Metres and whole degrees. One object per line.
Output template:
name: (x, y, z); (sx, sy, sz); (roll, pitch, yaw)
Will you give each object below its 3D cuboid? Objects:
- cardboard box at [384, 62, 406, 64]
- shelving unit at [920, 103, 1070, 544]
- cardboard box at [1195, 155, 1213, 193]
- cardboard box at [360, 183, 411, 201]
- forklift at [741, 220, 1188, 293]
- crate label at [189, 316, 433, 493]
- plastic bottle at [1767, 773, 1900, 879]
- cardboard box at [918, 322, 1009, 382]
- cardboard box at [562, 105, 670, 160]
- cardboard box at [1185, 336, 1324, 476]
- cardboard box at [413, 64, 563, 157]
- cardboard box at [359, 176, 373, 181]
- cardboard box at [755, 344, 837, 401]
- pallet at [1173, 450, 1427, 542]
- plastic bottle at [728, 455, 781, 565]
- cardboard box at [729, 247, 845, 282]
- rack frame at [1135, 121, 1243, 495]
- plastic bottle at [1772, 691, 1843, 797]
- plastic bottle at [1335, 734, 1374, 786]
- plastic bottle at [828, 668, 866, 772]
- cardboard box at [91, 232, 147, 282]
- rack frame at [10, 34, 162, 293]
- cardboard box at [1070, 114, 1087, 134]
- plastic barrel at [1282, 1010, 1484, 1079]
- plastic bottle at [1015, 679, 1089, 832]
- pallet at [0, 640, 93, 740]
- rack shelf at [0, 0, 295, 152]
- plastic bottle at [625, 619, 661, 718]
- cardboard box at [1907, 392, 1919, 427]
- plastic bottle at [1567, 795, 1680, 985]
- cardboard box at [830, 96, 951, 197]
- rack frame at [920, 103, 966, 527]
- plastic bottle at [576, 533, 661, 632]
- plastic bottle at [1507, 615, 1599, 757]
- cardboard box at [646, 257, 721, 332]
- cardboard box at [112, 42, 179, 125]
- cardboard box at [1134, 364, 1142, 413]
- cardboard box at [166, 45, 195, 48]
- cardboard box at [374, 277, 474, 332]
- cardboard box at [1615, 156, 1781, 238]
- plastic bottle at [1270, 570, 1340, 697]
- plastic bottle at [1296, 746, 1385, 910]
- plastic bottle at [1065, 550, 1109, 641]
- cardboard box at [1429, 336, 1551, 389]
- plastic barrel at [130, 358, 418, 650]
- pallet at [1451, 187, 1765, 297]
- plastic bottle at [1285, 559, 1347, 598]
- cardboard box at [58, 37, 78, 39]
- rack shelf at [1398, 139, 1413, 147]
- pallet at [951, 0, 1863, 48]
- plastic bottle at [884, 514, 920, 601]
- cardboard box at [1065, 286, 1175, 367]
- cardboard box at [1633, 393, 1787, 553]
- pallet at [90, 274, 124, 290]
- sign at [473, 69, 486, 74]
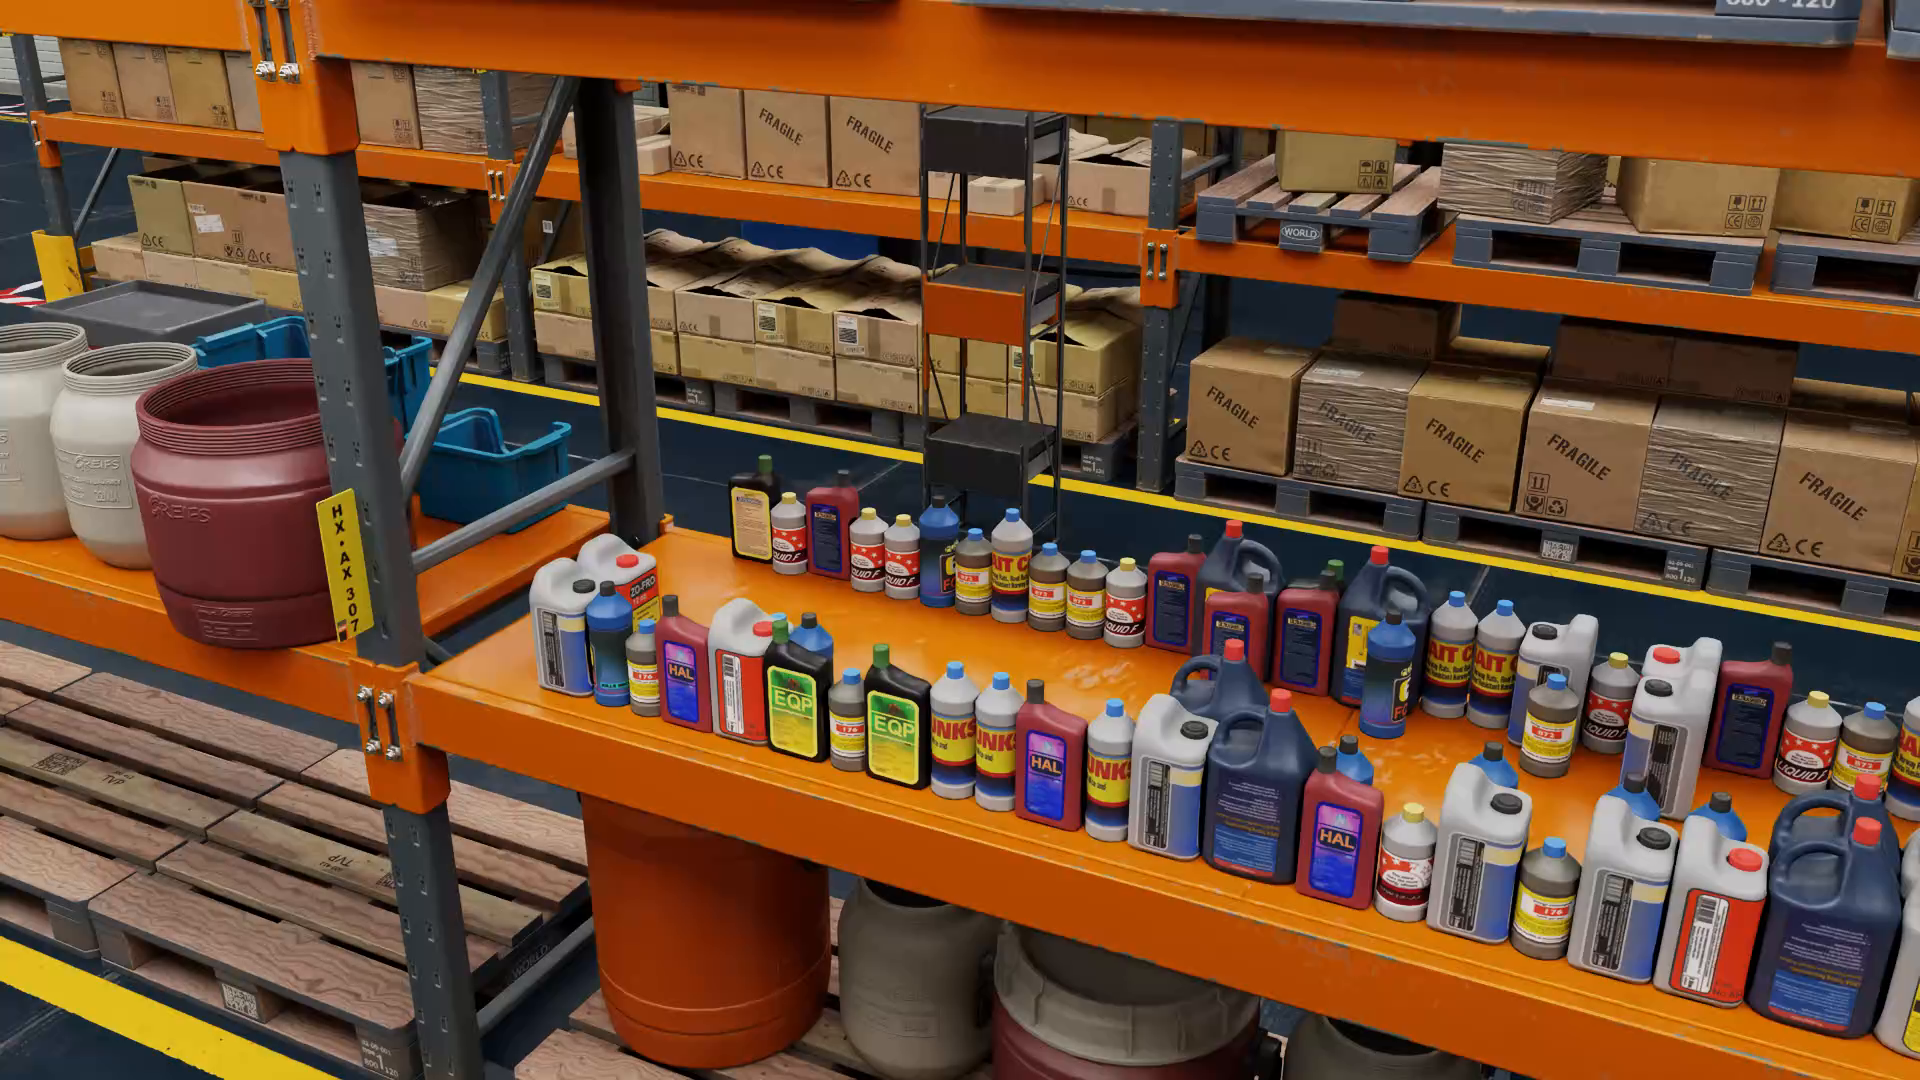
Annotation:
cardboard box: (-3.204, -2.905, 9.791); (0.250, 0.149, 0.380); (10, 25, 23)
shelving unit: (0.148, -0.937, 7.270); (0.503, 2.100, 0.431); (11, 25, 25)
cardboard box: (1.862, -2.892, 13.350); (0.500, 0.500, 0.700); (11, 25, 24)
cardboard box: (-3.811, -1.955, 10.533); (0.500, 0.500, 0.500); (11, 25, 25)
forklift: (0.037, -3.037, 11.147); (3.031, 2.935, 1.130); (7, 24, 17)
crate label: (-1.843, -0.348, 4.690); (0.616, 0.435, 0.502); (11, 25, 25)
plastic bottle: (1.423, 0.536, 2.719); (0.185, 0.351, 0.144); (11, 25, 25)
cardboard box: (0.114, -1.073, 8.700); (0.500, 0.311, 0.500); (11, 25, 24)
cardboard box: (-1.951, -2.357, 9.650); (0.500, 0.250, 0.500); (13, 26, 28)
cardboard box: (1.437, -0.663, 8.108); (0.500, 0.500, 0.500); (12, 26, 27)
cardboard box: (-2.809, -2.619, 9.949); (0.500, 0.500, 0.700); (10, 25, 23)
cardboard box: (-4.022, -2.226, 11.169); (0.500, 0.500, 0.500); (11, 25, 25)
cardboard box: (-0.789, -0.996, 9.236); (0.500, 0.250, 0.500); (12, 26, 26)
pallet: (1.809, -0.363, 8.333); (1.213, 0.211, 1.003); (11, 25, 25)
plastic bottle: (-0.525, -0.086, 4.267); (0.133, 0.283, 0.061); (11, 25, 25)
cardboard box: (-1.008, -1.533, 9.783); (0.500, 0.311, 0.500); (11, 25, 24)
rack frame: (1.160, -1.791, 8.128); (0.127, 3.000, 1.000); (11, 25, 25)
plastic bottle: (1.659, 0.392, 3.249); (0.097, 0.201, 0.097); (0, 23, 0)
plastic bottle: (0.683, 0.473, 2.969); (0.097, 0.271, 0.097); (0, 23, 0)
plastic bottle: (-0.215, 0.354, 3.338); (0.097, 0.201, 0.097); (0, 23, 0)
cardboard box: (-5.601, -1.959, 11.501); (0.500, 0.250, 0.500); (11, 25, 25)
rack frame: (-5.980, -3.204, 11.450); (0.127, 3.000, 1.000); (11, 25, 25)
cardboard box: (0.881, -3.425, 13.643); (0.500, 0.250, 0.500); (11, 25, 23)
plastic barrel: (0.918, 1.238, 3.648); (0.421, 0.512, 0.421); (0, 23, 0)
plastic bottle: (0.172, 0.401, 3.123); (0.133, 0.283, 0.061); (11, 25, 25)
pallet: (-3.930, 0.640, 5.974); (1.213, 0.211, 1.003); (11, 25, 25)
rack shelf: (-2.863, -1.464, 4.446); (4.000, 0.370, 1.077); (11, 25, 25)
plastic bottle: (-0.660, 0.266, 3.545); (0.097, 0.201, 0.097); (0, 23, 0)
cardboard box: (4.408, -0.307, 7.272); (0.500, 0.500, 0.500); (10, 25, 22)
plastic bottle: (1.097, 0.568, 2.741); (0.135, 0.276, 0.152); (11, 25, 25)
cardboard box: (-0.345, -2.128, 8.792); (0.500, 0.500, 0.500); (10, 25, 22)
rack frame: (-0.070, -0.980, 7.372); (0.015, 2.100, 0.400); (11, 25, 25)
plastic bottle: (-0.770, 0.132, 3.766); (0.135, 0.276, 0.152); (11, 25, 25)
plastic bottle: (1.217, 0.283, 3.411); (0.135, 0.276, 0.152); (11, 25, 25)
cardboard box: (-1.709, -1.433, 9.547); (0.500, 0.311, 0.500); (11, 25, 24)
cardboard box: (-5.098, -3.072, 11.012); (0.500, 0.500, 0.700); (12, 26, 26)
cardboard box: (0.825, -0.914, 9.043); (0.500, 0.250, 0.500); (11, 25, 24)
cardboard box: (-4.805, -3.222, 10.536); (0.250, 0.149, 0.380); (10, 25, 23)
cardboard box: (-3.364, -1.522, 10.474); (0.500, 0.250, 0.500); (11, 25, 25)
cardboard box: (3.125, -1.614, 7.049); (0.500, 0.500, 0.700); (5, 24, 11)
plastic bottle: (0.752, 0.194, 3.611); (0.133, 0.283, 0.061); (11, 25, 25)
plastic bottle: (0.663, 0.498, 2.894); (0.133, 0.283, 0.061); (11, 25, 25)
plastic bottle: (0.297, 0.123, 3.882); (0.097, 0.201, 0.097); (0, 23, 0)
cardboard box: (2.562, -0.668, 8.121); (0.500, 0.500, 0.500); (10, 25, 23)
plastic barrel: (-1.629, -0.100, 3.979); (0.708, 0.536, 0.600); (11, 25, 25)
pallet: (2.897, -1.361, 7.362); (1.213, 0.211, 1.003); (11, 25, 25)
plastic bottle: (0.779, 0.173, 3.661); (0.133, 0.283, 0.061); (11, 25, 25)
cardboard box: (-5.727, -3.404, 10.964); (0.250, 0.149, 0.380); (11, 25, 24)
rack shelf: (5.176, -2.837, 11.509); (4.000, 0.370, 1.077); (11, 25, 25)
pallet: (0.734, -0.952, 2.565); (1.213, 0.211, 1.003); (11, 25, 25)
plastic bottle: (-0.138, 0.037, 4.084); (0.097, 0.201, 0.097); (0, 23, 0)
cardboard box: (0.825, -1.172, 8.933); (0.500, 0.311, 0.500); (12, 26, 26)
cardboard box: (3.275, -0.303, 7.261); (0.500, 0.500, 0.500); (12, 26, 25)
pallet: (-5.278, -1.800, 11.713); (1.213, 0.211, 1.003); (11, 25, 25)
sign: (-2.659, -2.738, 9.148); (0.005, 0.325, 0.100); (11, 25, 25)
